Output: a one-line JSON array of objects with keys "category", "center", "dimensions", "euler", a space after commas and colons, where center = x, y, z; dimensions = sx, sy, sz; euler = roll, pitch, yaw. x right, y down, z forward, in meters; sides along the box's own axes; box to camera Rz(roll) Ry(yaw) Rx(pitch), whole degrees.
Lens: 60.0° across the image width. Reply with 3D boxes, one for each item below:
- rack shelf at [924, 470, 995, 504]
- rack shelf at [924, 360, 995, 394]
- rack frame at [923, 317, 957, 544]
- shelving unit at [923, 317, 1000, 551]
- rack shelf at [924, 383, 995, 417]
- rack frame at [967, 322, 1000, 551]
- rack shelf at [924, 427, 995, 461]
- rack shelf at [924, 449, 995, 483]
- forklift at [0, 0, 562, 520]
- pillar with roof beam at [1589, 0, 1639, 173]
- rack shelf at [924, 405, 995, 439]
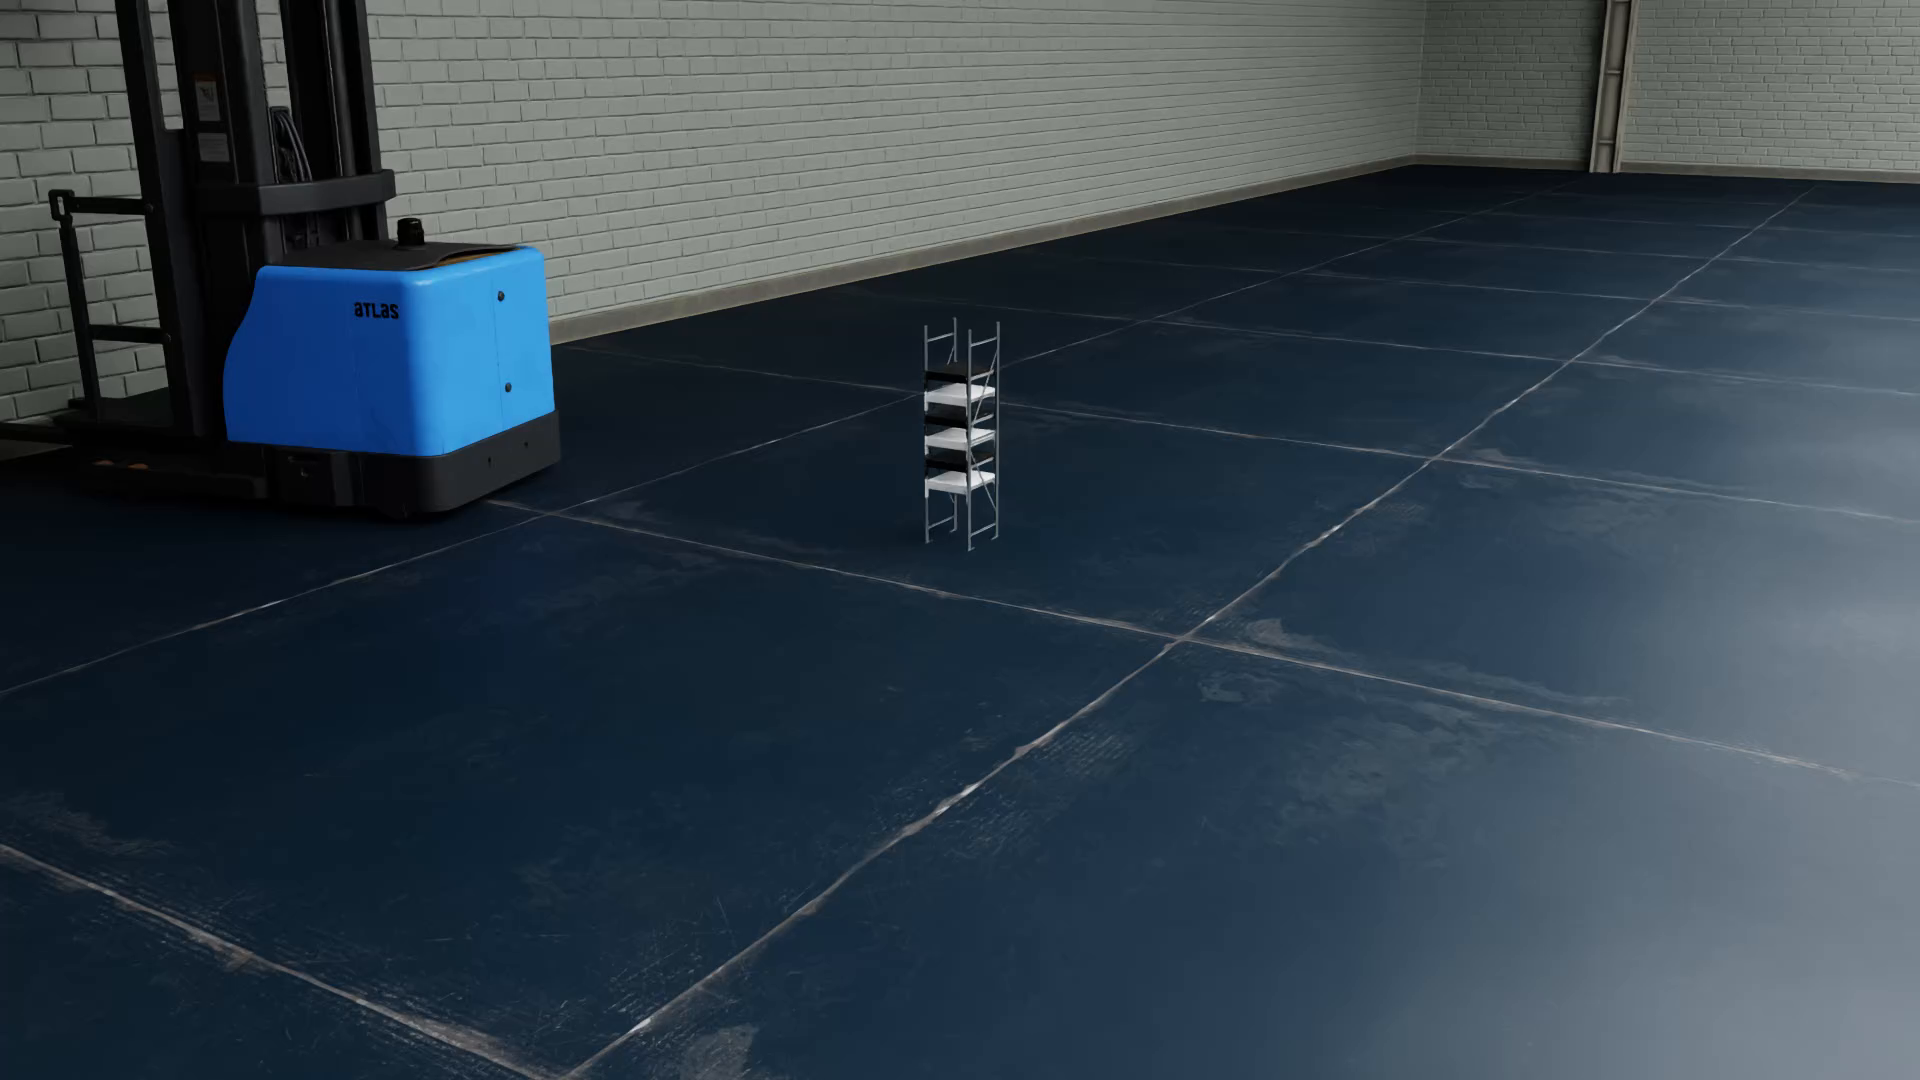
[{"category": "rack shelf", "center": [0.007, -0.225, 6.808], "dimensions": [0.200, 0.077, 0.258], "euler": [10, 20, 30]}, {"category": "rack shelf", "center": [0.007, -0.656, 6.678], "dimensions": [0.200, 0.077, 0.258], "euler": [10, 20, 30]}, {"category": "rack frame", "center": [-0.080, -0.445, 6.797], "dimensions": [0.006, 0.900, 0.240], "euler": [10, 20, 30]}, {"category": "shelving unit", "center": [0.007, -0.429, 6.746], "dimensions": [0.210, 0.900, 0.258], "euler": [10, 20, 30]}, {"category": "rack shelf", "center": [0.007, -0.570, 6.704], "dimensions": [0.200, 0.077, 0.258], "euler": [10, 20, 30]}, {"category": "rack frame", "center": [0.094, -0.414, 6.695], "dimensions": [0.006, 0.900, 0.240], "euler": [10, 20, 30]}, {"category": "rack shelf", "center": [0.007, -0.397, 6.756], "dimensions": [0.200, 0.077, 0.258], "euler": [10, 20, 30]}, {"category": "rack shelf", "center": [0.007, -0.311, 6.782], "dimensions": [0.200, 0.077, 0.258], "euler": [10, 20, 30]}, {"category": "forklift", "center": [-3.464, -1.718, 7.495], "dimensions": [3.031, 2.935, 1.130], "euler": [5, 18, 17]}, {"category": "pillar with roof beam", "center": [7.568, -8.847, 20.524], "dimensions": [0.400, 9.000, 9.100], "euler": [10, 20, 30]}, {"category": "rack shelf", "center": [0.007, -0.484, 6.730], "dimensions": [0.200, 0.077, 0.258], "euler": [10, 20, 30]}]
